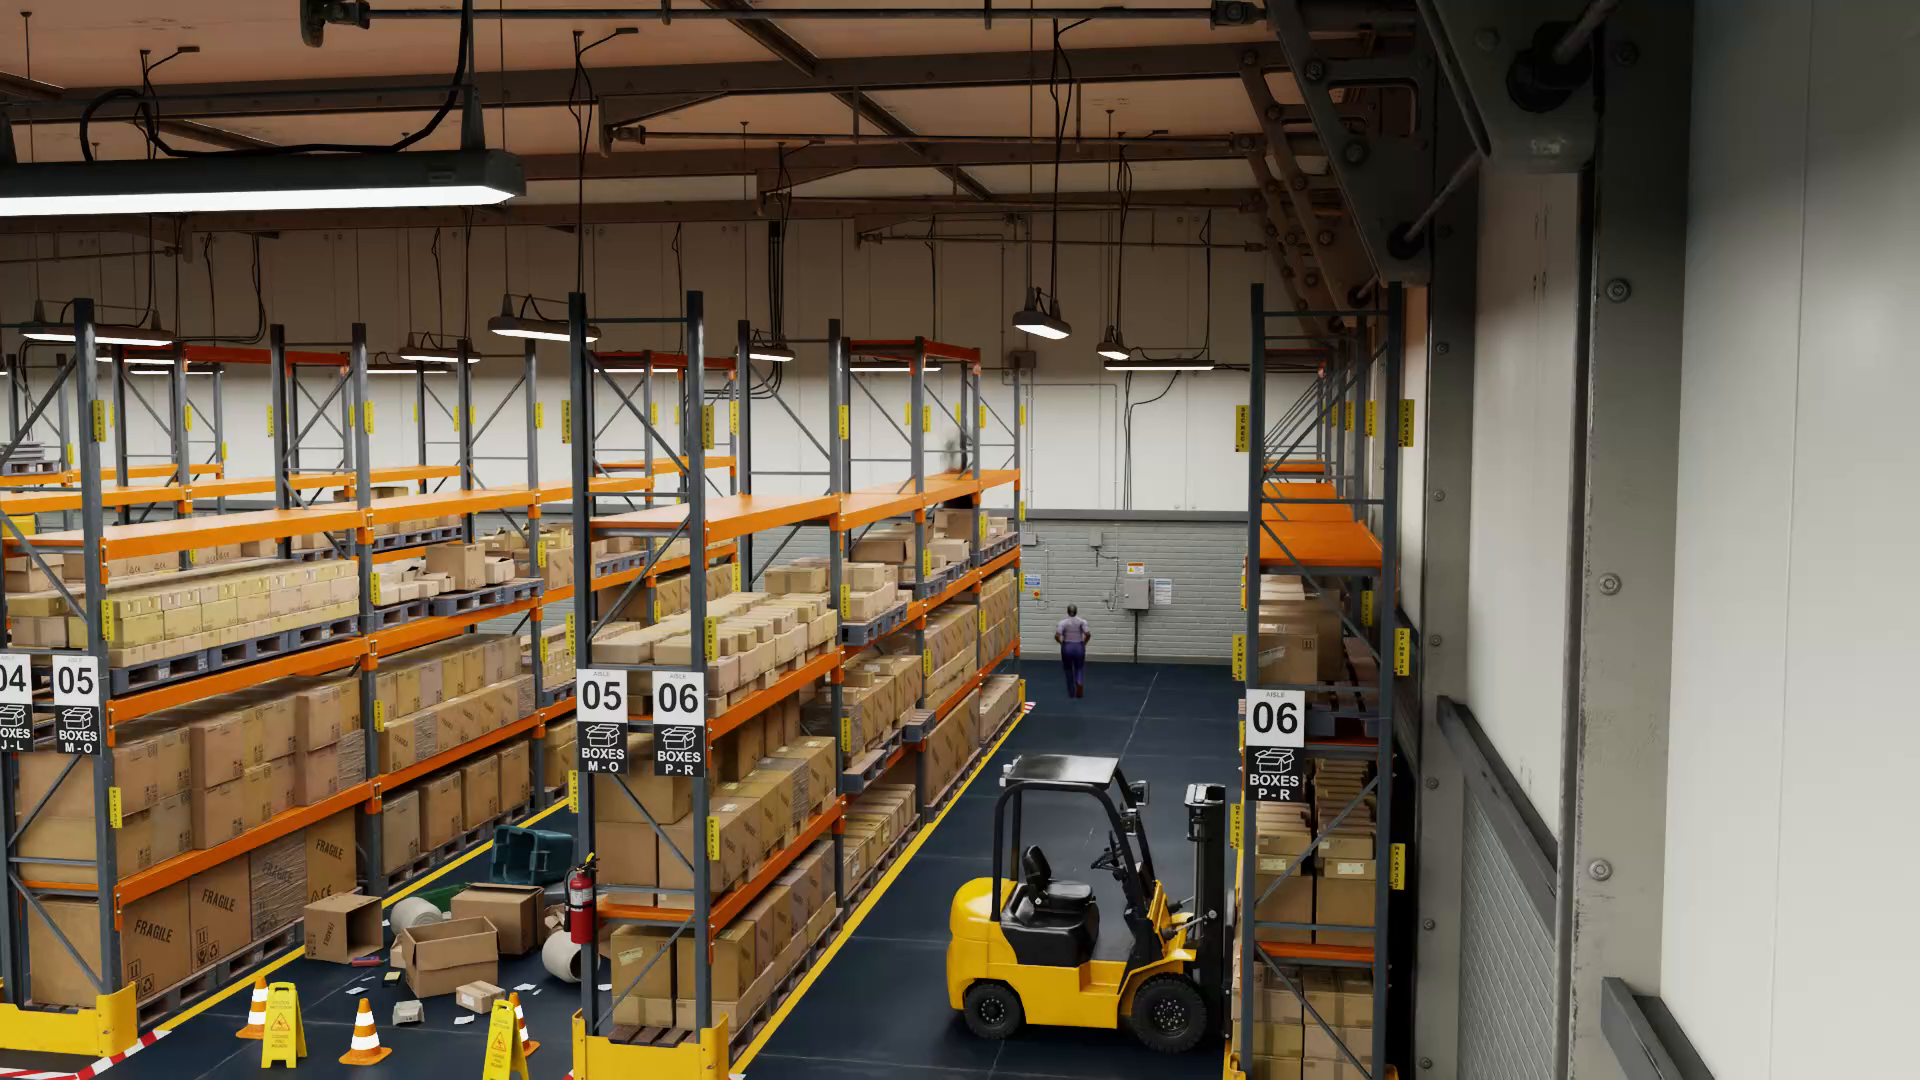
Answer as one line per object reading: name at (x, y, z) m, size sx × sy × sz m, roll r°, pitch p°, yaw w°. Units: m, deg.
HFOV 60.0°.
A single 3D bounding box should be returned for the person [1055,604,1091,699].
person at (1.868, 1.853, 27.684) m, size 0.600 × 1.604 × 0.553 m, roll 0°, pitch 5°, yaw 0°
